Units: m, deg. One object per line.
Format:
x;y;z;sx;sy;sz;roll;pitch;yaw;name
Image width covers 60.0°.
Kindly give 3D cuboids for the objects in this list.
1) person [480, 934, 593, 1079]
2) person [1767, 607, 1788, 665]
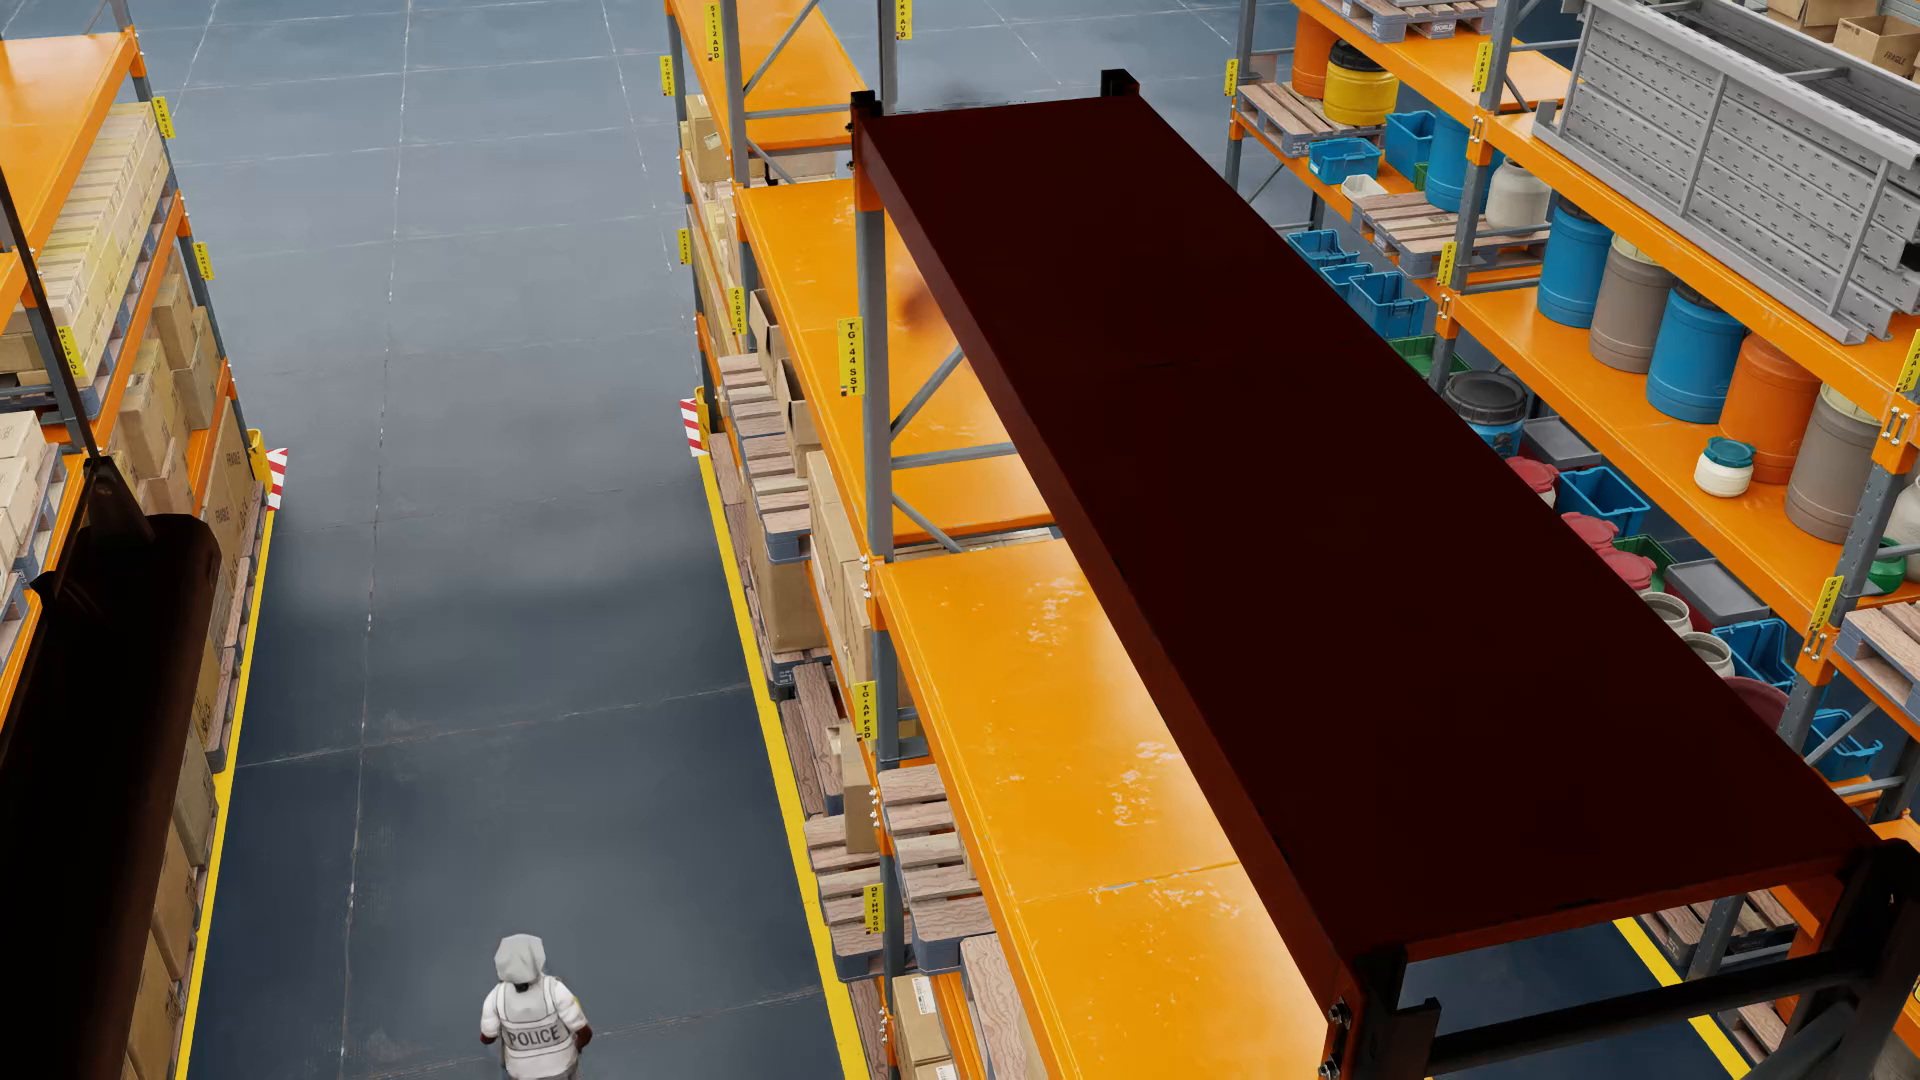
-2.200;2.664;8.737;0.560;1.656;0.567;-10;36;-14;person
5.784;0.349;12.013;0.732;1.791;0.925;-13;36;-18;person
